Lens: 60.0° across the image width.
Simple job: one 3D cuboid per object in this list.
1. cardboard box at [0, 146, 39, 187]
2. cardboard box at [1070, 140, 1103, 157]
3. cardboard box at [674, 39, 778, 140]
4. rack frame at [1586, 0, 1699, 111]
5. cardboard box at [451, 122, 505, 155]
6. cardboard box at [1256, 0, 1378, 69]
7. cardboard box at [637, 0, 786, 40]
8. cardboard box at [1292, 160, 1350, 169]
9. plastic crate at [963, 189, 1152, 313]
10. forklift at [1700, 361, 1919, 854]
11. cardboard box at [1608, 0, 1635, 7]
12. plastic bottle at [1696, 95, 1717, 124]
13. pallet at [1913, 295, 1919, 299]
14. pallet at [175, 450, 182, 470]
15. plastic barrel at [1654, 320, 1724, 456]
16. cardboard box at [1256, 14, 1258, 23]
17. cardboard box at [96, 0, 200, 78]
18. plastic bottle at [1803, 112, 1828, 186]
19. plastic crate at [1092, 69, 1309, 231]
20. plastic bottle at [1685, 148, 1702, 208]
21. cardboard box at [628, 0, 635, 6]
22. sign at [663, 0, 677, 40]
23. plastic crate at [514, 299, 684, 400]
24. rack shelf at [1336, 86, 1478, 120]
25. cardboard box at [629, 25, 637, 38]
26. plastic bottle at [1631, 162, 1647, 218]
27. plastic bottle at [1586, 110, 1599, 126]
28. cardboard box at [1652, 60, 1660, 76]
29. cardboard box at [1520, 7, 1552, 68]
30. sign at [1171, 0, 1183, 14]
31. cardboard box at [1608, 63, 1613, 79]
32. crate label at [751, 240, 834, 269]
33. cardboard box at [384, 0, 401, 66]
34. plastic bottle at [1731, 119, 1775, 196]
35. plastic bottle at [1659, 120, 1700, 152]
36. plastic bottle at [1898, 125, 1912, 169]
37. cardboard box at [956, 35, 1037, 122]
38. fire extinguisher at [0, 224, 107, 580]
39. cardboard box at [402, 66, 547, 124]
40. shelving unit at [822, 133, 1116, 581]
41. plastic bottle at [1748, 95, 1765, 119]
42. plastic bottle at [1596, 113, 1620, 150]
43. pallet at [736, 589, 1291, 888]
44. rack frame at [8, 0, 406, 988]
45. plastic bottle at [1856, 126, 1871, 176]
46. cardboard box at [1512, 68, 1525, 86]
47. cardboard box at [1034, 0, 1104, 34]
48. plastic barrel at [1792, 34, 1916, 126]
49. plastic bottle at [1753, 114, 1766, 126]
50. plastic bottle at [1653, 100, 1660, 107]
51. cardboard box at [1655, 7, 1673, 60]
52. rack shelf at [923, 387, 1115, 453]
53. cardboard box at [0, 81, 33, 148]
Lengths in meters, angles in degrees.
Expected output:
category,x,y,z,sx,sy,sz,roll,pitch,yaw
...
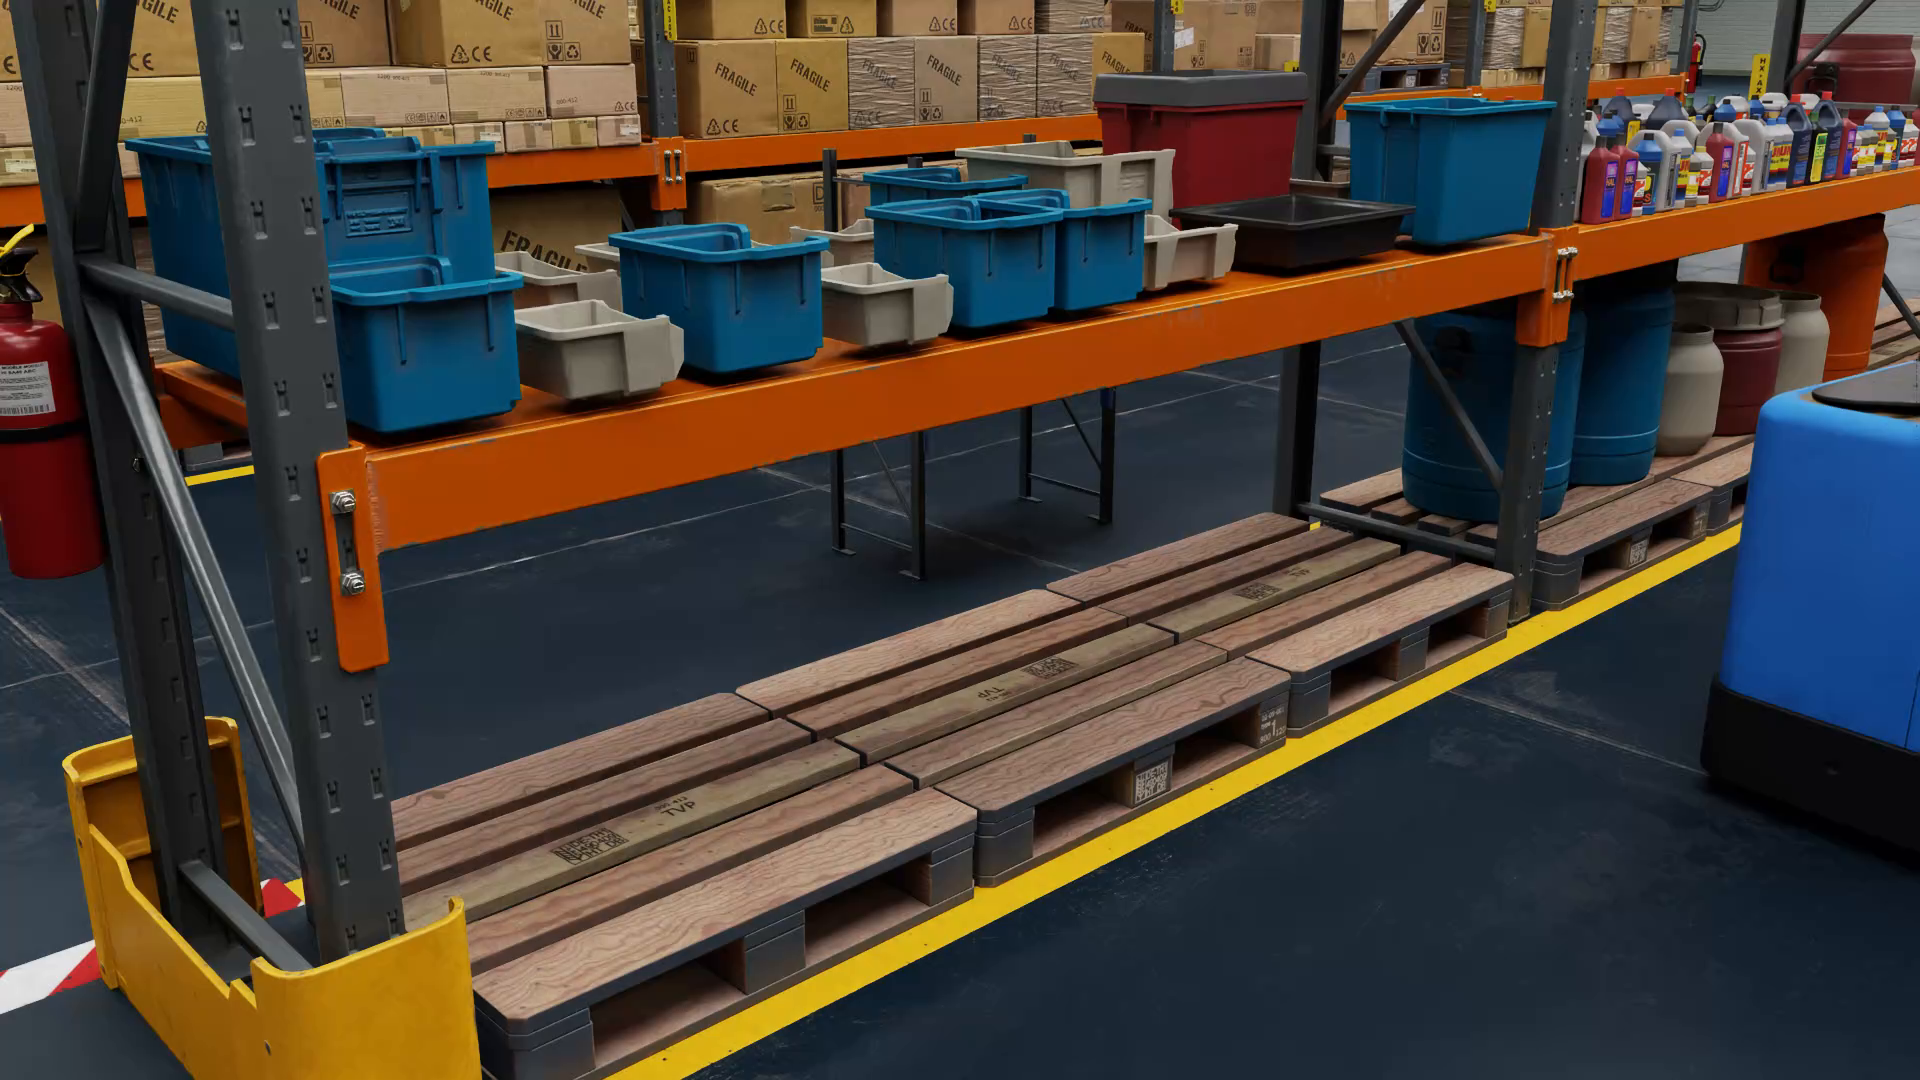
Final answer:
category,x,y,z,sx,sy,sz,roll,pitch,yaw
cardboard box,-3.902,-1.513,6.695,0.250,0.149,0.380,-17,25,-42
cardboard box,0.539,-2.265,11.371,1.225,0.875,0.875,17,24,41
cardboard box,-1.345,-2.459,9.042,0.500,0.500,0.500,-16,24,-41
rack frame,6.868,-4.912,16.773,0.127,3.000,1.000,-16,24,-41
cardboard box,-2.408,-1.949,8.039,0.250,0.149,0.380,-16,24,-40
cardboard box,2.765,-3.926,12.881,0.637,0.503,0.797,-13,22,-35
cardboard box,-1.393,-3.032,9.183,0.637,0.503,0.797,-17,25,-42
cardboard box,3.141,-2.863,13.791,0.500,0.500,0.700,-16,24,-41
plastic crate,0.225,-0.682,3.899,0.300,0.233,0.416,-16,24,-41
forklift,3.449,-0.878,4.440,3.031,2.935,1.130,-13,22,-35
cardboard box,5.914,-5.193,15.371,0.500,0.500,0.500,-16,24,-41
plastic bottle,3.457,-1.916,7.721,0.133,0.283,0.061,-16,24,-41
pallet,6.820,-1.453,10.625,1.213,0.211,1.003,-16,24,-41
pallet,-4.231,-0.383,7.323,1.213,0.211,1.003,-16,24,-41
plastic barrel,2.945,-0.637,6.939,0.421,0.512,0.421,0,18,0
cardboard box,3.295,-6.028,19.970,0.550,0.550,0.875,-16,24,-41
cardboard box,-3.488,-2.207,6.974,0.500,0.500,0.500,-17,25,-42
plastic bottle,3.395,-1.561,6.625,0.133,0.283,0.061,-16,24,-41
plastic crate,0.730,-1.186,5.077,0.583,0.464,0.402,-16,24,-41
plastic bottle,2.589,-1.295,5.936,0.097,0.201,0.097,0,18,0
cardboard box,-4.144,-6.201,19.421,0.500,0.500,0.500,17,24,42
sign,-1.469,-2.695,8.402,0.005,0.325,0.100,-16,24,-41
plastic crate,-0.659,-0.343,3.010,0.298,0.136,0.250,-16,24,-41
rack shelf,2.508,-3.299,12.962,4.000,0.370,1.077,-16,24,-41
cardboard box,-2.890,-4.199,13.817,0.250,0.149,0.380,-16,24,-41
plastic bottle,2.279,-1.204,5.657,0.097,0.201,0.097,0,18,0
plastic bottle,2.514,-1.619,6.815,0.135,0.276,0.152,-16,24,-41
cardboard box,6.621,-4.633,16.319,0.250,0.149,0.380,-16,24,-41
cardboard box,4.718,-4.433,14.651,0.500,0.500,0.875,-16,24,-41
sign,1.439,-3.644,10.984,0.005,0.325,0.100,-16,24,-41
cardboard box,5.906,-4.418,15.654,0.250,0.149,0.380,-16,24,-41
crate label,-0.481,-0.651,3.960,0.243,0.136,0.396,-16,24,-41
cardboard box,-2.738,-2.650,8.339,0.500,0.500,0.500,-16,24,-41
plastic bottle,2.991,-1.459,6.322,0.135,0.276,0.152,-16,24,-41
plastic bottle,2.718,-1.444,6.275,0.135,0.276,0.152,-16,24,-41
plastic bottle,4.122,-1.742,7.315,0.097,0.201,0.097,0,18,0
cardboard box,0.125,-2.890,10.372,0.500,0.500,0.500,17,25,42
fire extinguisher,-1.777,-0.268,3.177,0.183,0.674,0.296,-16,24,-41
cardboard box,-2.366,-2.177,8.097,0.500,0.250,0.500,-15,23,-39
shelving unit,0.062,-0.732,6.309,1.048,1.500,0.538,-16,24,-41
plastic bottle,3.818,-2.008,8.024,0.097,0.271,0.097,0,18,0
plastic bottle,2.613,-1.592,6.741,0.097,0.271,0.097,0,18,0
pallet,0.157,0.491,4.628,1.213,0.211,1.003,-16,24,-41
rack frame,-1.355,-0.412,2.892,0.127,3.000,1.000,-16,24,-41
plastic bottle,3.769,-1.638,6.997,0.097,0.201,0.097,0,18,0
cardboard box,4.678,-4.033,14.467,0.250,0.149,0.380,-16,24,-41
cardboard box,0.513,-3.591,10.907,0.637,0.503,0.797,-15,23,-39
plastic barrel,4.587,-2.338,8.612,0.708,0.536,0.600,-16,24,-41
plastic bottle,3.685,-1.872,7.716,0.097,0.201,0.097,0,18,0
plastic bottle,3.051,-1.798,7.356,0.133,0.283,0.061,-16,24,-41
cardboard box,6.449,-4.991,16.371,0.500,0.500,0.875,-16,24,-41
rack shelf,0.062,-0.560,6.365,1.000,0.185,0.538,-16,24,-41
cardboard box,-3.850,-1.745,6.764,0.500,0.250,0.500,-17,24,-41
